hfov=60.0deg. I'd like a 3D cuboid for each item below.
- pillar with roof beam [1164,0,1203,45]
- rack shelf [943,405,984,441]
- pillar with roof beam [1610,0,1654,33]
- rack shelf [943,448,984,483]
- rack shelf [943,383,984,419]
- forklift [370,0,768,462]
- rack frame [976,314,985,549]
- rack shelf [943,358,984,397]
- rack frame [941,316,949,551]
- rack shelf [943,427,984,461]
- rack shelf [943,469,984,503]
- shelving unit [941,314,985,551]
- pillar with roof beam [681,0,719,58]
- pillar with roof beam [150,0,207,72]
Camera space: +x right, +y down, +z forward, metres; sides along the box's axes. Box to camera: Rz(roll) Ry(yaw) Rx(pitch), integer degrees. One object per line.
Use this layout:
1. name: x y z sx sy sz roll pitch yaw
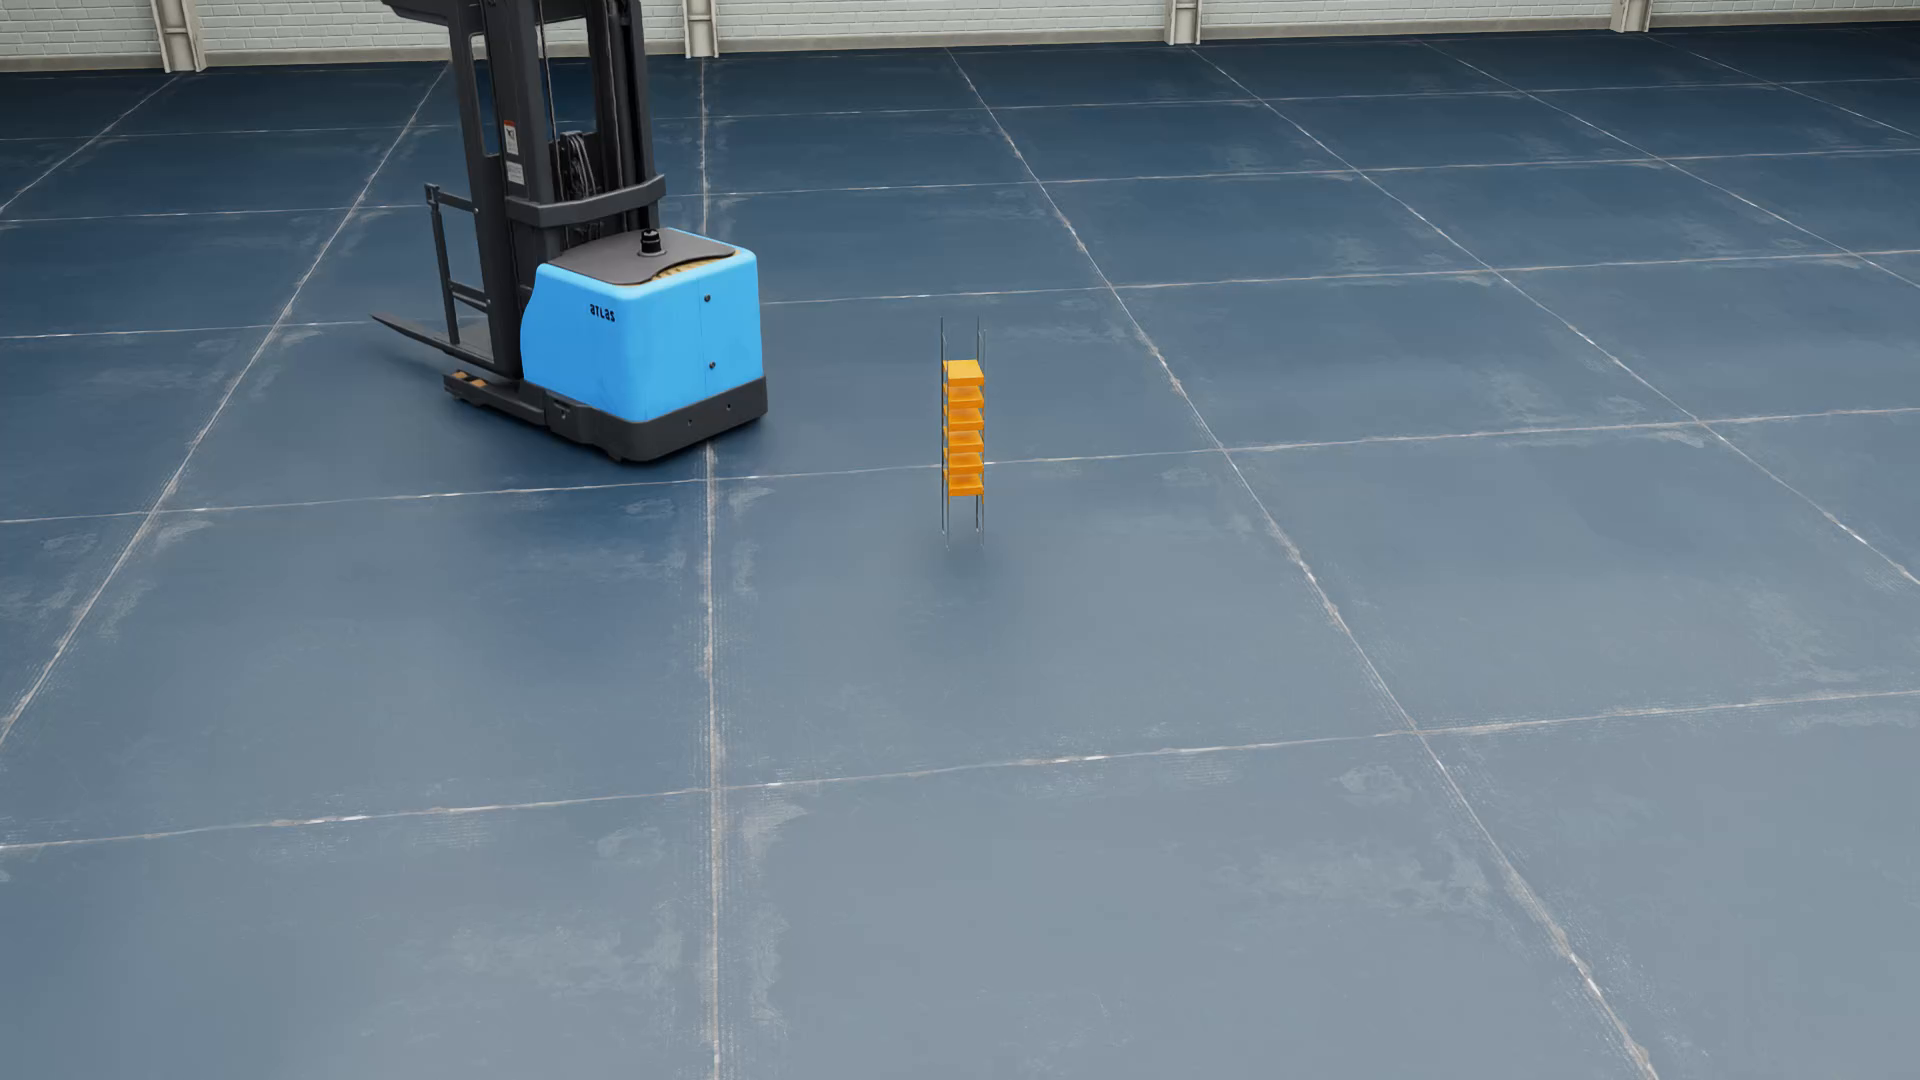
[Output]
1. pillar with roof beam: 3.401 -8.348 15.161 0.400 9.000 9.100 -4 27 -7
2. rack shelf: 0.014 -0.602 8.443 0.180 0.103 0.258 -4 27 -7
3. pillar with roof beam: 9.342 -8.729 15.905 0.400 9.000 9.100 -4 27 -7
4. rack shelf: 0.014 -0.388 8.553 0.180 0.103 0.258 -4 27 -7
5. rack shelf: 0.014 -0.709 8.389 0.180 0.103 0.258 -4 27 -7
6. forklift: -2.618 -2.298 10.019 3.031 2.935 1.130 21 34 35
7. rack frame: 0.105 -0.541 8.489 0.006 1.200 0.240 -4 27 -7
8. rack shelf: 0.014 -0.816 8.334 0.180 0.103 0.258 -4 27 -7
9. rack frame: -0.076 -0.529 8.467 0.006 1.200 0.240 -4 27 -7
10. rack shelf: 0.014 -0.495 8.498 0.180 0.103 0.258 -4 27 -7
11. rack shelf: 0.014 -0.282 8.608 0.180 0.103 0.258 -4 27 -7
12. shelving unit: 0.014 -0.535 8.478 0.189 1.200 0.258 -4 27 -7
13. pillar with roof beam: -2.541 -7.966 14.418 0.400 9.000 9.100 -4 27 -7
14. pillar with roof beam: -8.482 -7.584 13.674 0.400 9.000 9.100 -4 27 -7
